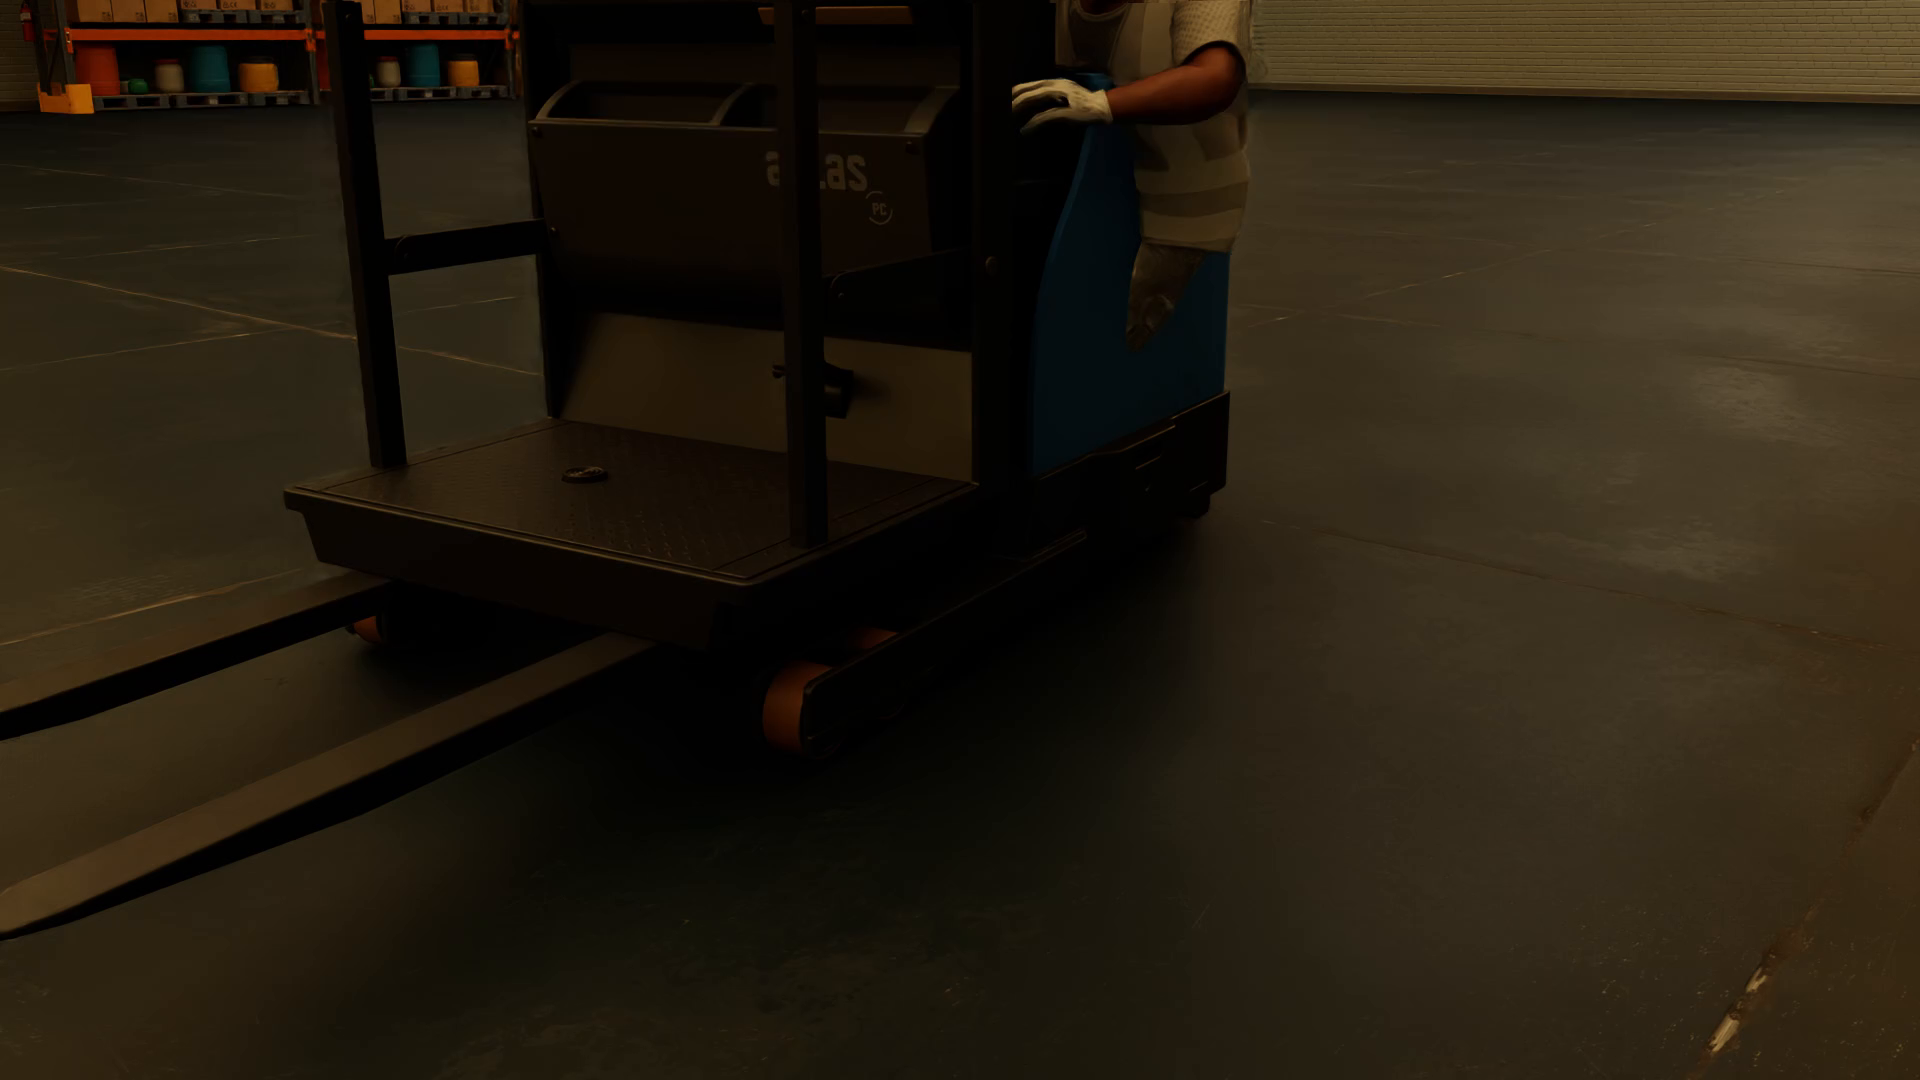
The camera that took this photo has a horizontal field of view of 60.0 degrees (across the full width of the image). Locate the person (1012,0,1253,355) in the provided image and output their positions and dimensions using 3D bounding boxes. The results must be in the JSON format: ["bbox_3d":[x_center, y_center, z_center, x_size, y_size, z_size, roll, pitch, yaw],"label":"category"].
[{"bbox_3d":[0.169,-0.684,3.509,0.995,1.551,0.893,11,20,33],"label":"person"}]

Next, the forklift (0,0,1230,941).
[{"bbox_3d":[-0.529,-1.191,2.820,1.130,2.935,3.031,10,20,30],"label":"forklift"}]
